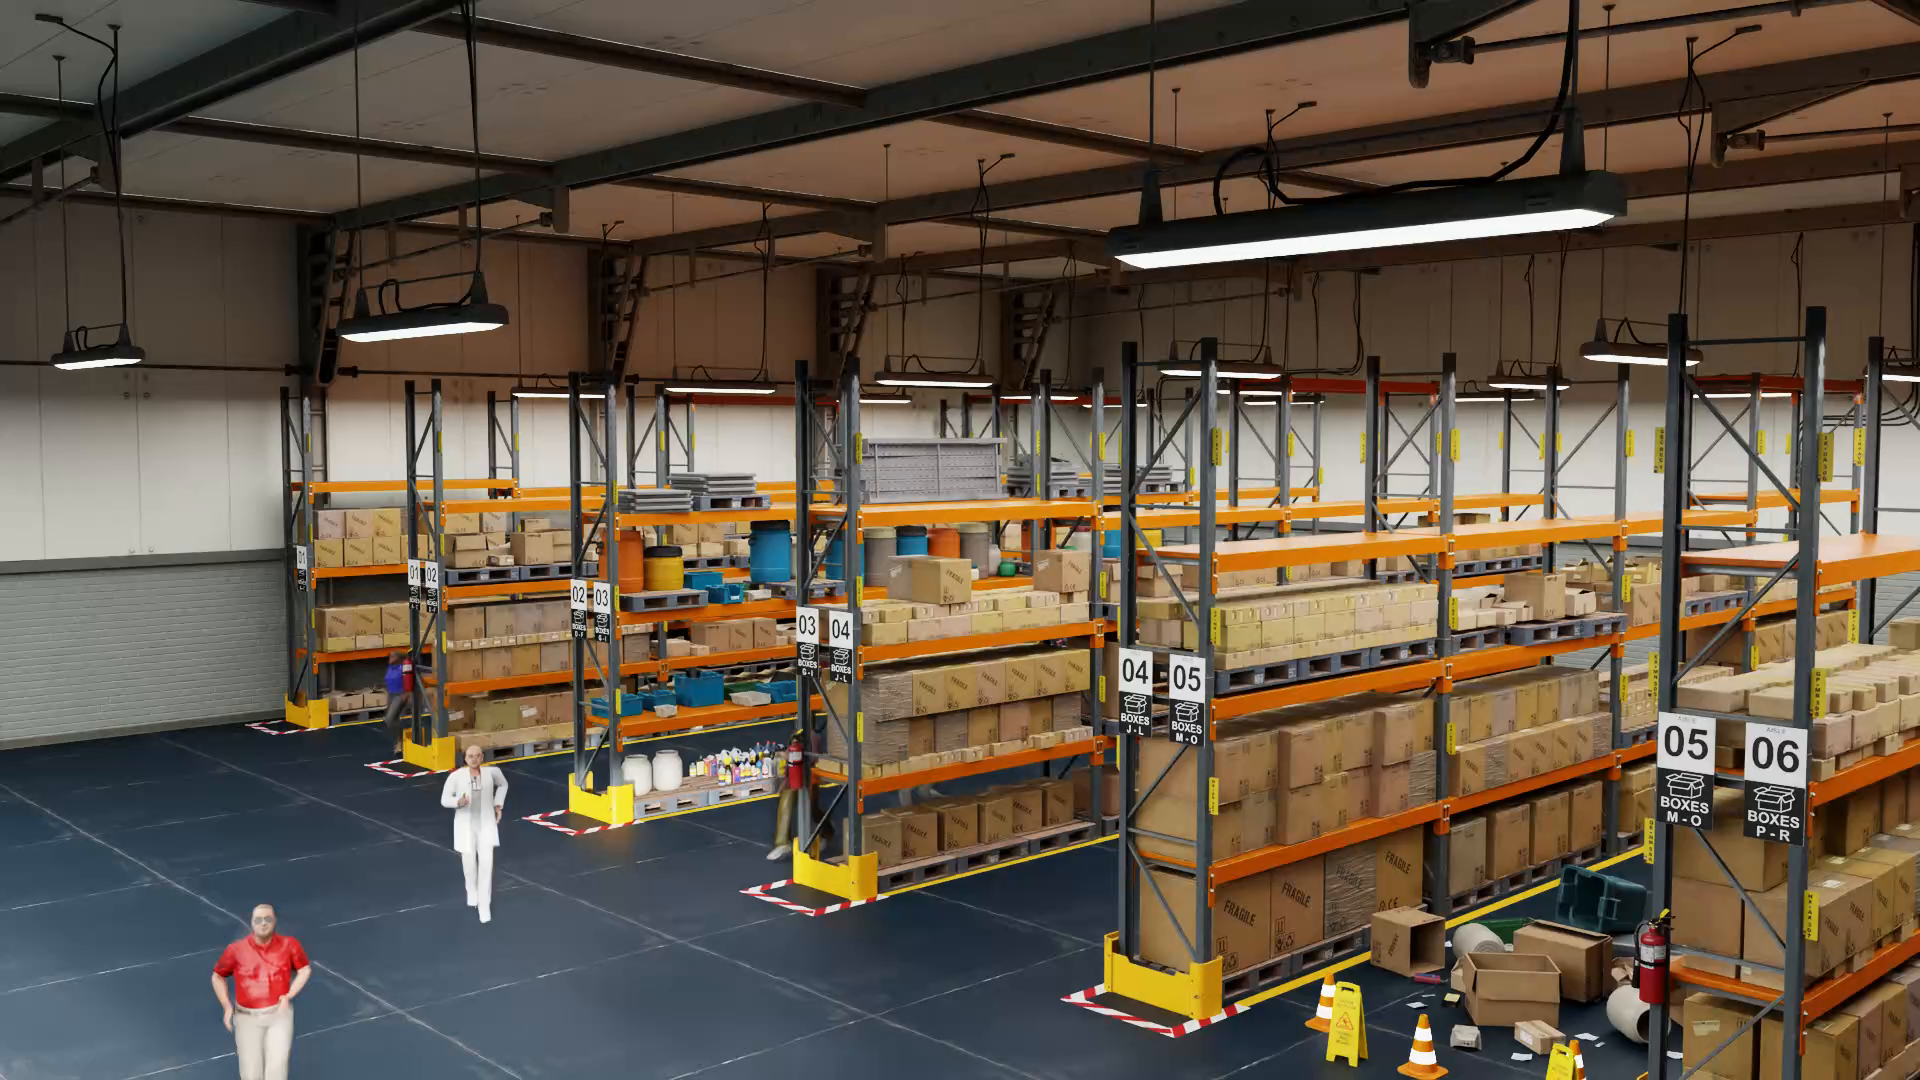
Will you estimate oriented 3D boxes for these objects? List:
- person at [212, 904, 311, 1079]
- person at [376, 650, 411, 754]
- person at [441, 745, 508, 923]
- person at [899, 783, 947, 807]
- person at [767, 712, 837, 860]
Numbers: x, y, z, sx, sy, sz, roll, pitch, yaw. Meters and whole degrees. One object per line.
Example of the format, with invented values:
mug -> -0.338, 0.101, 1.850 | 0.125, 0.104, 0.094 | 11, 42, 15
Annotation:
person -> -5.172, 3.532, 12.356 | 0.679, 1.677, 0.619 | -2, 4, -28
person -> -9.142, 2.632, 26.944 | 0.583, 1.699, 0.650 | 3, 5, 36
person -> -5.211, 3.111, 17.886 | 0.693, 1.816, 0.897 | -1, 4, -16
person -> -0.535, 2.945, 21.841 | 0.619, 1.638, 0.843 | 3, 5, 42
person -> -1.934, 2.947, 20.289 | 0.684, 1.790, 0.995 | 3, 5, 43
